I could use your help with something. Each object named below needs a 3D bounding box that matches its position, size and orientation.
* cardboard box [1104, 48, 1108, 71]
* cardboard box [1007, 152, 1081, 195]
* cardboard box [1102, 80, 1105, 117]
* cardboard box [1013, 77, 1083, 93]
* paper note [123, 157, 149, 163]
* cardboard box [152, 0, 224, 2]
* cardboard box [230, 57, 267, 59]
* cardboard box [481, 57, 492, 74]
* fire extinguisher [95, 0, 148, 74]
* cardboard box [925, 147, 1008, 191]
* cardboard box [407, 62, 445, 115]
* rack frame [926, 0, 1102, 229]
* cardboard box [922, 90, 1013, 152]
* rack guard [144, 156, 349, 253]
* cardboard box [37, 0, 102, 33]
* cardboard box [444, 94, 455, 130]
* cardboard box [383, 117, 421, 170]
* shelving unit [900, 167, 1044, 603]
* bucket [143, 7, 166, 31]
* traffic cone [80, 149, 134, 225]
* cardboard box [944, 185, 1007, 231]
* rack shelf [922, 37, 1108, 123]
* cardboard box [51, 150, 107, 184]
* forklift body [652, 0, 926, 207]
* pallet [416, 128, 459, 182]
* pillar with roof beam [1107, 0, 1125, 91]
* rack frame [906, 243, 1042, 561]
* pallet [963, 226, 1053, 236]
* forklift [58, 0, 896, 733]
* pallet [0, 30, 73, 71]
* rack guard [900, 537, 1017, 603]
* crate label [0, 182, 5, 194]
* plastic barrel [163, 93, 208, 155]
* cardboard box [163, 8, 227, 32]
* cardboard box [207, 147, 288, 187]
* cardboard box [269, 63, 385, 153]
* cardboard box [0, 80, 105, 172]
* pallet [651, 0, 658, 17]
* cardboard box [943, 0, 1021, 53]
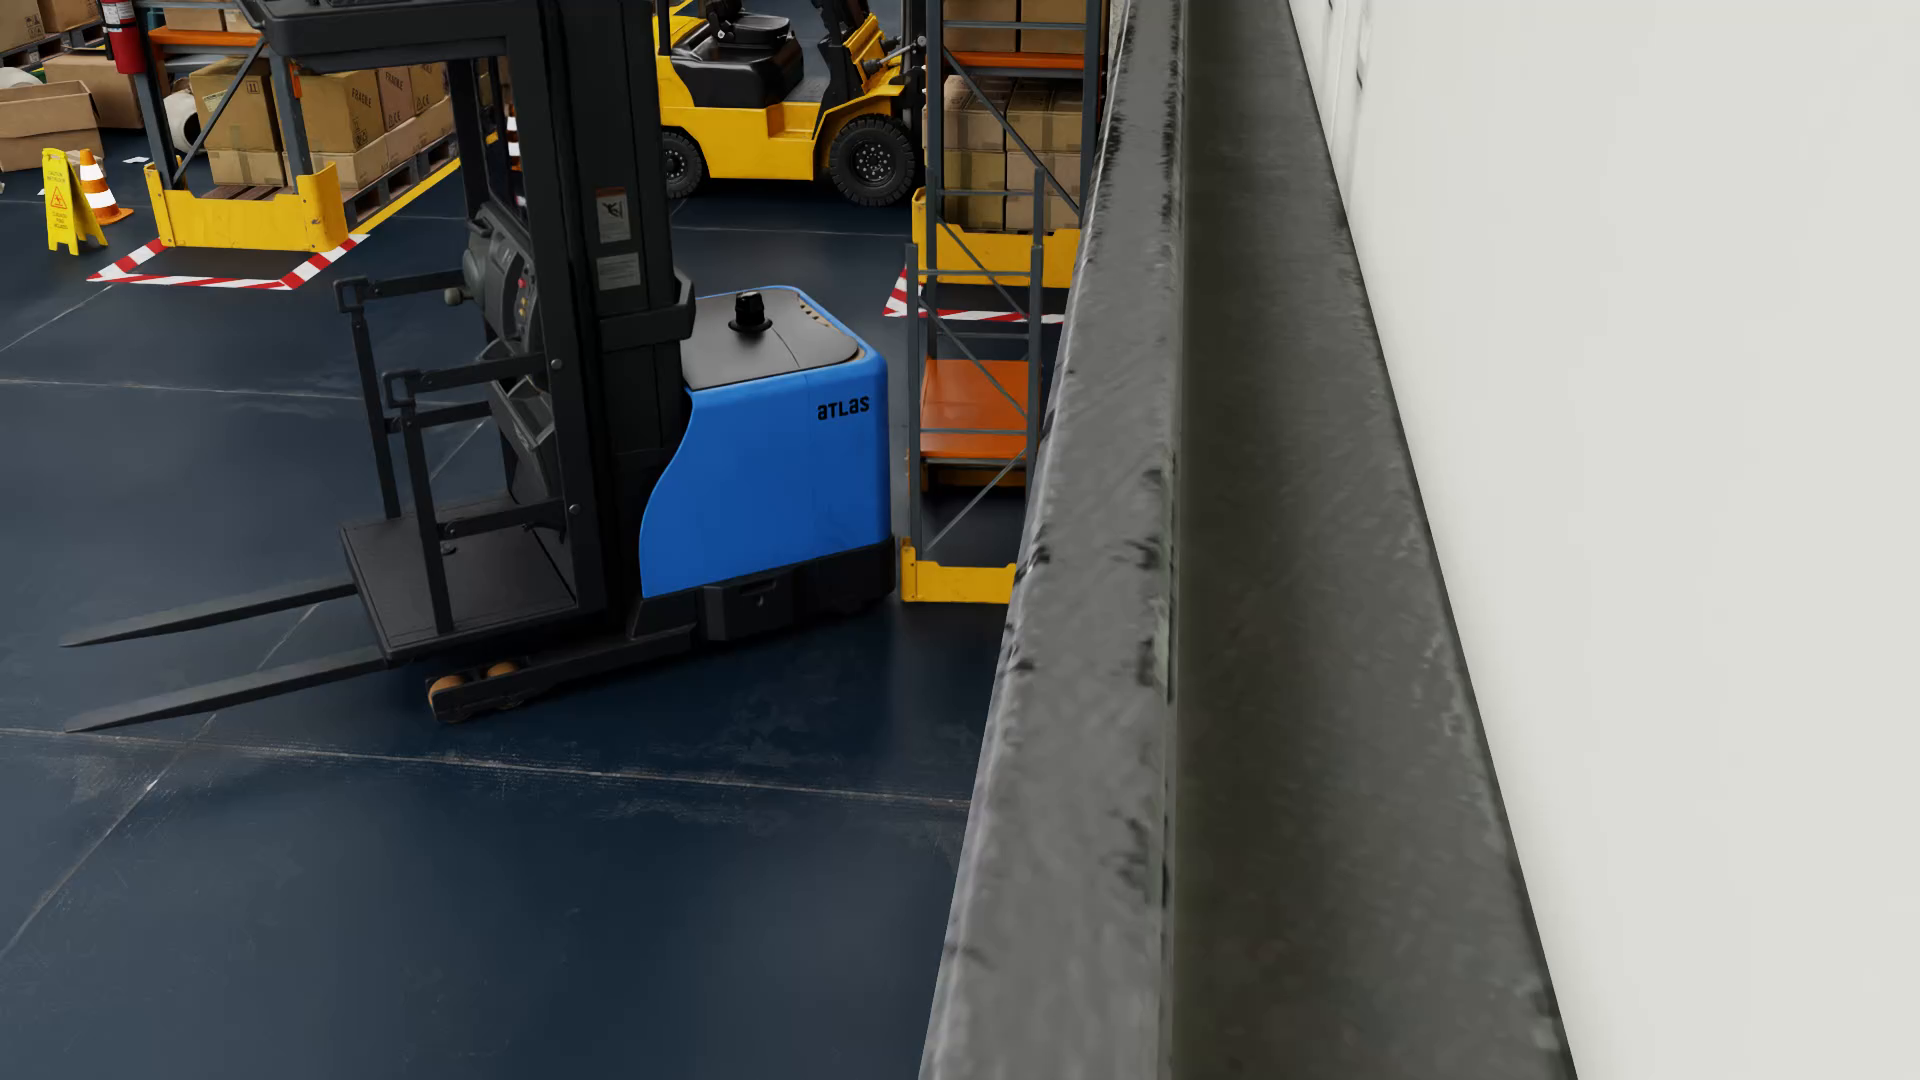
[{"bbox_3d":[0.807,-3.533,12.047,0.500,0.250,0.500,4,29,7],"label":"cardboard box"},{"bbox_3d":[0.572,-2.359,10.395,0.500,0.250,0.500,4,29,7],"label":"cardboard box"},{"bbox_3d":[0.755,-3.075,11.724,0.500,0.250,0.500,3,28,6],"label":"cardboard box"},{"bbox_3d":[0.612,-2.820,10.725,0.500,0.250,0.500,3,28,6],"label":"cardboard box"},{"bbox_3d":[-6.225,-2.882,12.579,0.148,0.019,0.142,14,31,24],"label":"paper note"},{"bbox_3d":[-4.826,-3.688,10.515,0.500,0.500,0.500,3,28,5],"label":"cardboard box"},{"bbox_3d":[-4.719,-3.185,11.664,0.500,0.500,0.500,4,29,8],"label":"cardboard box"},{"bbox_3d":[-3.995,-3.896,12.984,0.500,0.500,0.500,4,29,7],"label":"cardboard box"},{"bbox_3d":[-5.090,-3.181,10.073,0.296,0.674,0.183,3,28,6],"label":"fire extinguisher"},{"bbox_3d":[0.057,-2.397,10.466,0.500,0.250,0.500,3,28,6],"label":"cardboard box"},{"bbox_3d":[-4.114,-3.403,12.070,0.500,0.500,0.500,4,29,7],"label":"cardboard box"},{"bbox_3d":[0.308,-2.955,9.573,1.000,3.000,0.127,3,28,6],"label":"rack frame"},{"bbox_3d":[0.055,-2.605,10.324,0.500,0.250,0.500,4,29,8],"label":"cardboard box"},{"bbox_3d":[-4.609,-2.177,10.764,1.175,0.500,0.348,3,28,6],"label":"rack guard"},{"bbox_3d":[-8.945,-5.311,15.874,1.050,0.750,0.750,3,28,6],"label":"cardboard box"},{"bbox_3d":[-4.056,-3.315,12.697,0.500,0.250,0.500,4,29,7],"label":"cardboard box"},{"bbox_3d":[-4.175,-2.820,11.778,0.500,0.250,0.500,4,29,8],"label":"cardboard box"},{"bbox_3d":[0.079,-0.662,6.897,0.587,1.500,1.083,1,28,3],"label":"shelving unit"},{"bbox_3d":[-6.782,-4.395,14.094,0.726,0.611,0.620,14,21,24],"label":"bucket"},{"bbox_3d":[-5.846,-2.402,11.222,0.336,0.463,0.334,3,28,6],"label":"traffic cone"},{"bbox_3d":[0.052,-2.169,10.570,0.500,0.250,0.500,4,29,7],"label":"cardboard box"},{"bbox_3d":[0.553,-3.580,11.491,1.077,0.370,4.000,3,28,6],"label":"rack shelf"},{"bbox_3d":[-6.463,-2.721,12.144,0.380,0.149,0.250,20,34,32],"label":"cardboard box"},{"bbox_3d":[-1.270,-3.580,11.628,2.313,2.155,1.214,3,28,6],"label":"forklift body"},{"bbox_3d":[-4.323,-3.003,12.602,1.003,0.211,1.213,3,28,6],"label":"pallet"},{"bbox_3d":[-3.720,-3.298,3.883,9.100,9.000,0.400,3,28,6],"label":"pillar with roof beam"},{"bbox_3d":[0.052,-0.417,6.442,0.500,1.500,0.032,1,28,3],"label":"rack frame"},{"bbox_3d":[0.360,-2.090,10.907,1.003,0.211,1.213,3,28,6],"label":"pallet"},{"bbox_3d":[-1.811,-0.916,5.860,3.031,2.935,1.130,-14,31,-24],"label":"forklift"},{"bbox_3d":[-9.034,-4.505,15.389,1.003,0.211,1.213,3,28,6],"label":"pallet"},{"bbox_3d":[0.053,0.124,6.756,0.587,0.250,0.087,1,28,3],"label":"rack guard"},{"bbox_3d":[-6.955,-2.537,11.815,0.250,0.136,0.298,-11,30,-20],"label":"crate label"},{"bbox_3d":[-5.868,-3.168,12.684,0.421,0.421,0.512,-24,36,-37],"label":"plastic barrel"},{"bbox_3d":[-4.785,-3.320,10.514,0.380,0.149,0.250,4,29,8],"label":"cardboard box"},{"bbox_3d":[-4.784,-2.624,11.414,0.500,0.250,0.500,3,28,6],"label":"cardboard box"},{"bbox_3d":[-4.243,-2.921,11.175,0.500,0.500,0.500,2,28,4],"label":"cardboard box"},{"bbox_3d":[-6.916,-3.117,12.505,0.797,0.503,0.637,-17,33,-29],"label":"cardboard box"},{"bbox_3d":[-3.736,-5.412,17.074,1.003,0.211,1.213,3,28,6],"label":"pallet"},{"bbox_3d":[0.108,-3.246,10.007,0.500,0.500,0.500,3,28,5],"label":"cardboard box"}]
